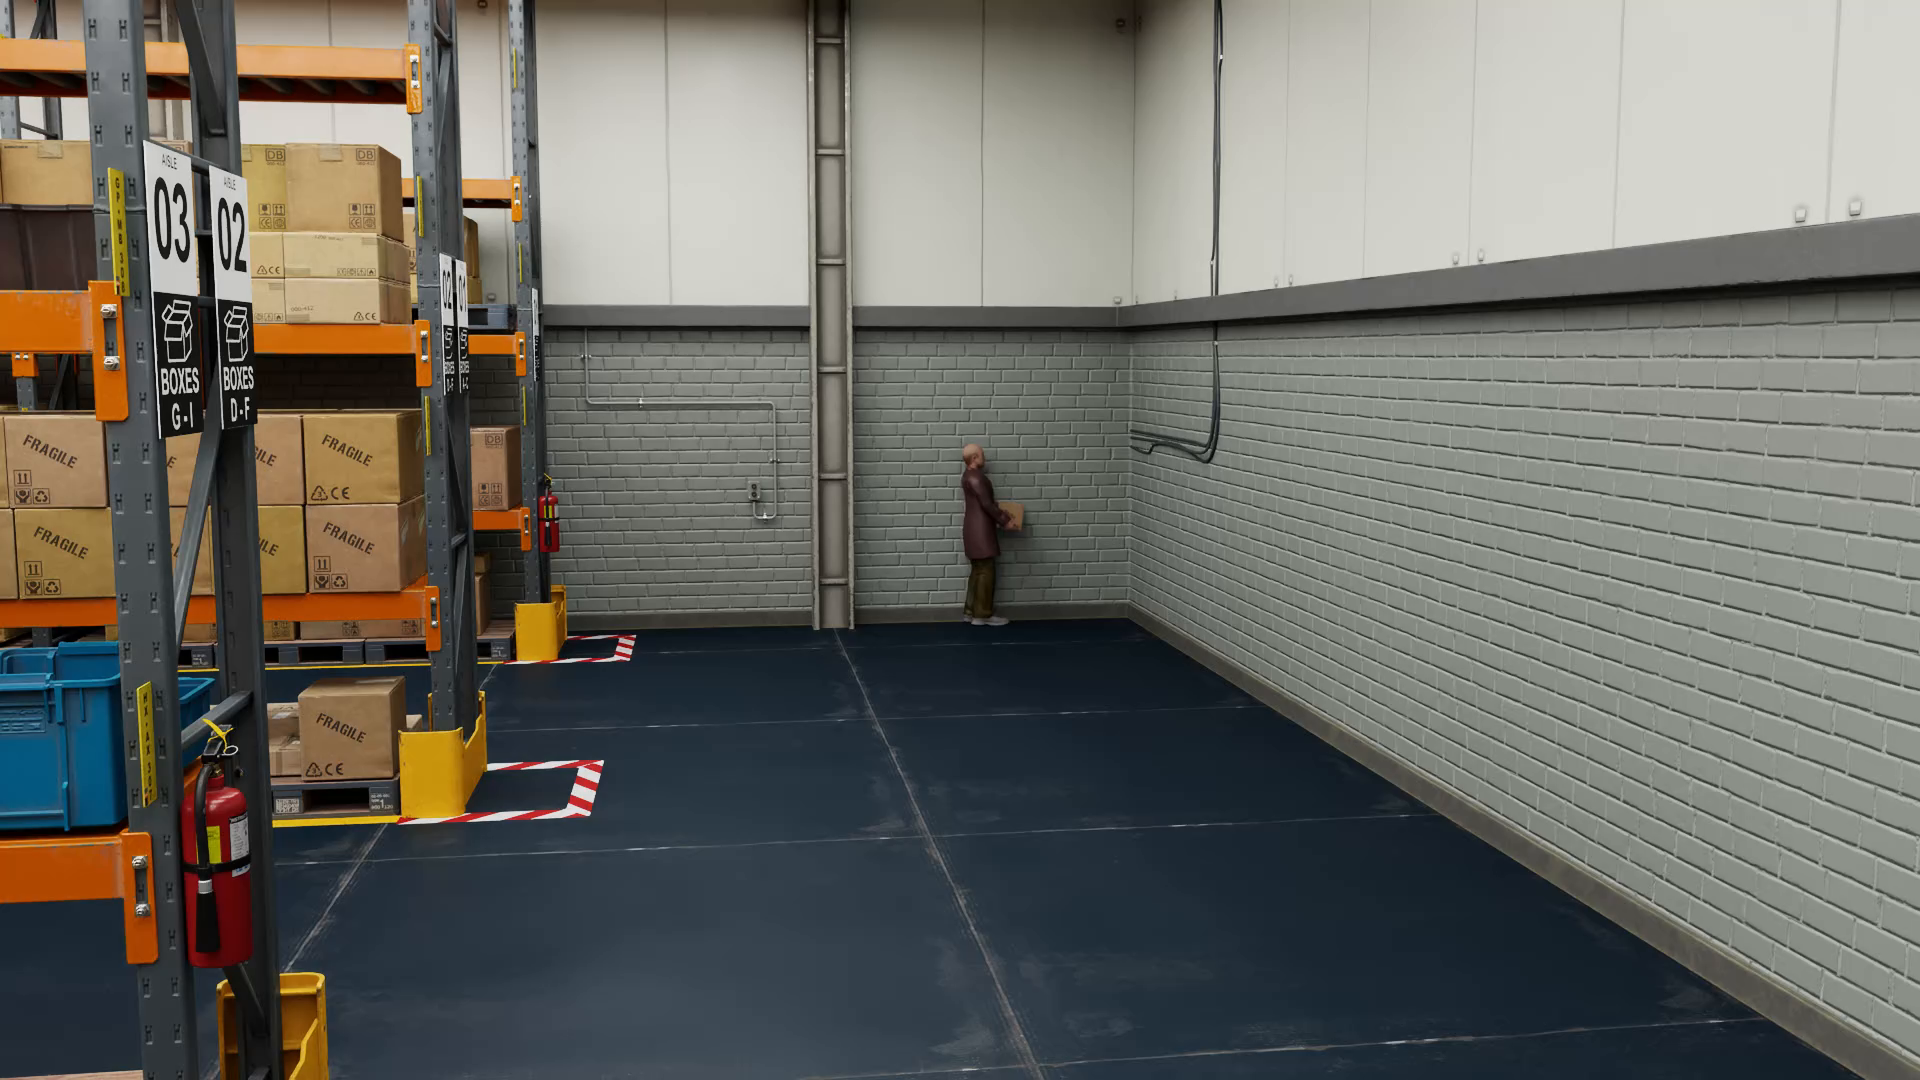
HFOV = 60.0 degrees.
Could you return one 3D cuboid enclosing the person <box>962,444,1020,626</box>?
[{"bbox_3d":[0.291,-0.035,16.323,0.552,1.727,0.529,-1,6,-8],"label":"person"}]
